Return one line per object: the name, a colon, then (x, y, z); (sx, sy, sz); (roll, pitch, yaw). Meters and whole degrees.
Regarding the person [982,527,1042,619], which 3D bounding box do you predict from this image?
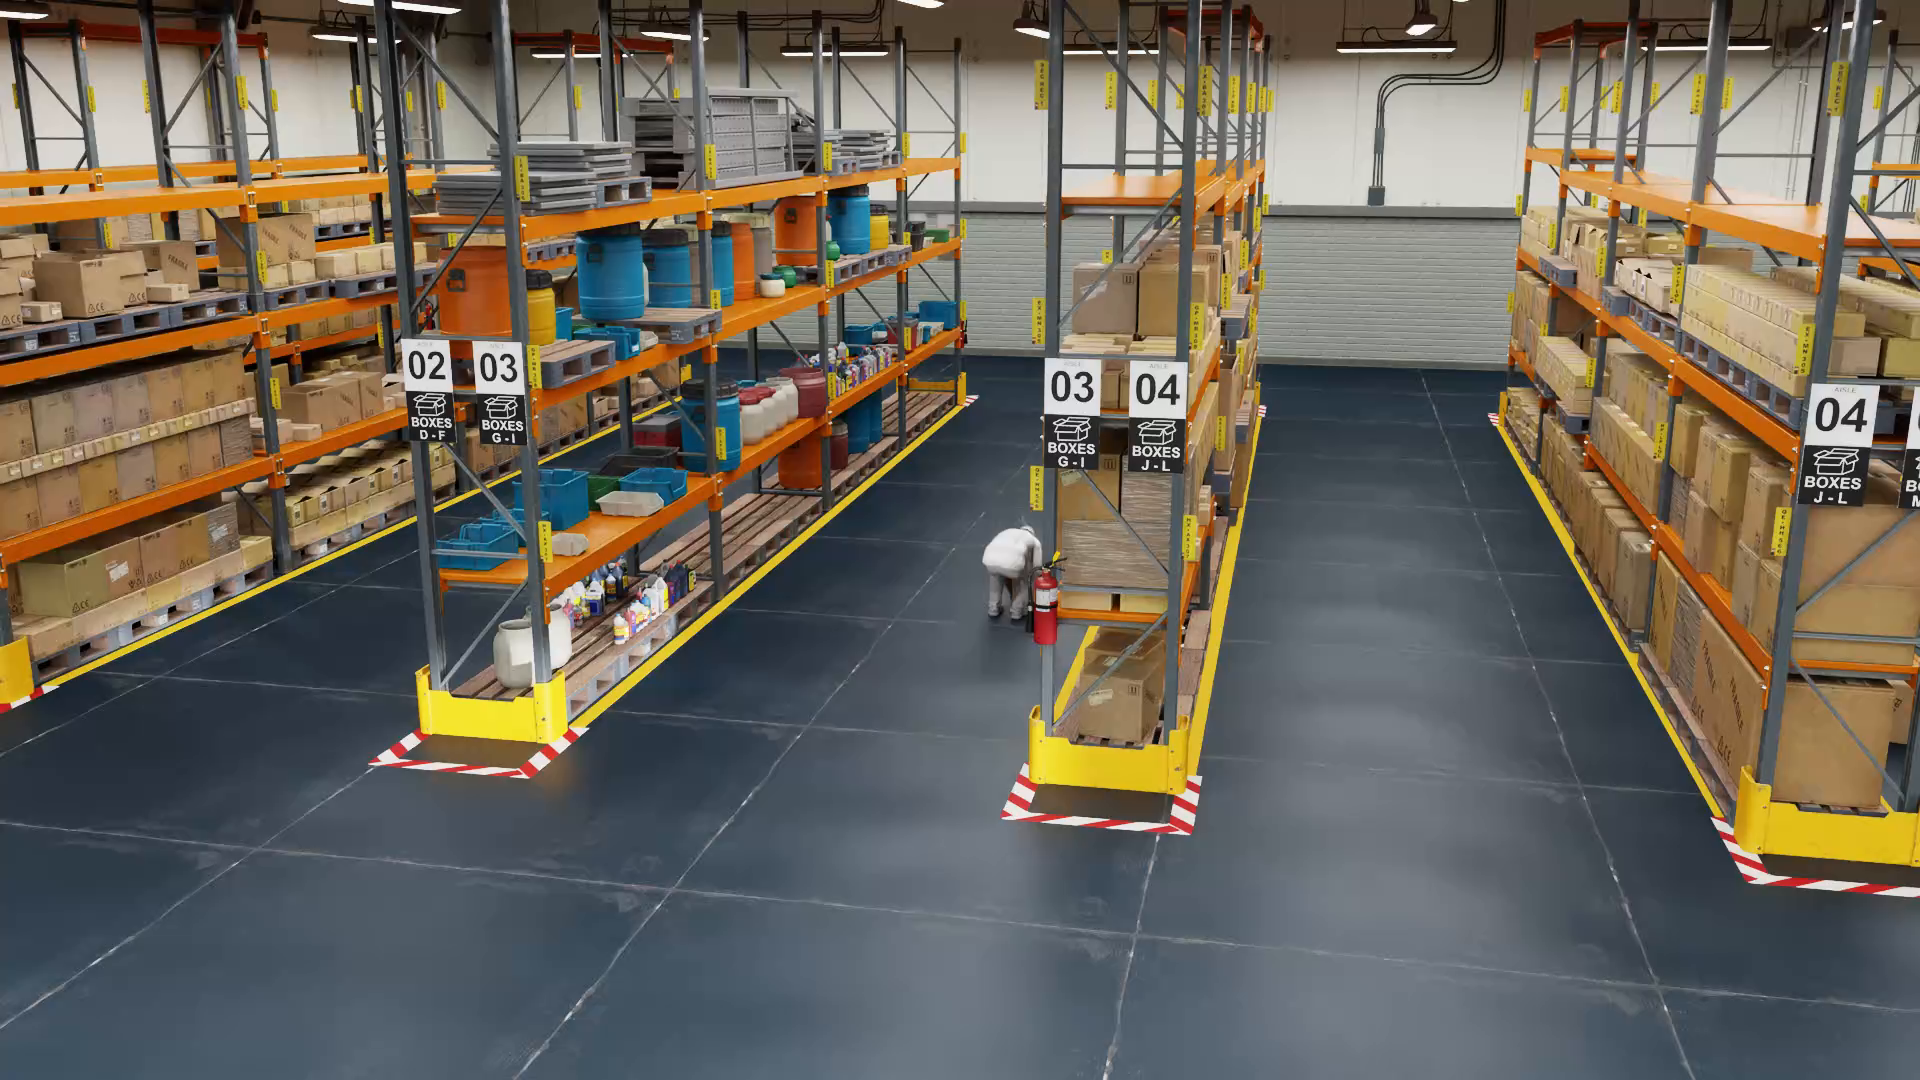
person: (0.537, 0.316, 16.688); (0.523, 0.828, 0.979); (6, 16, 23)
